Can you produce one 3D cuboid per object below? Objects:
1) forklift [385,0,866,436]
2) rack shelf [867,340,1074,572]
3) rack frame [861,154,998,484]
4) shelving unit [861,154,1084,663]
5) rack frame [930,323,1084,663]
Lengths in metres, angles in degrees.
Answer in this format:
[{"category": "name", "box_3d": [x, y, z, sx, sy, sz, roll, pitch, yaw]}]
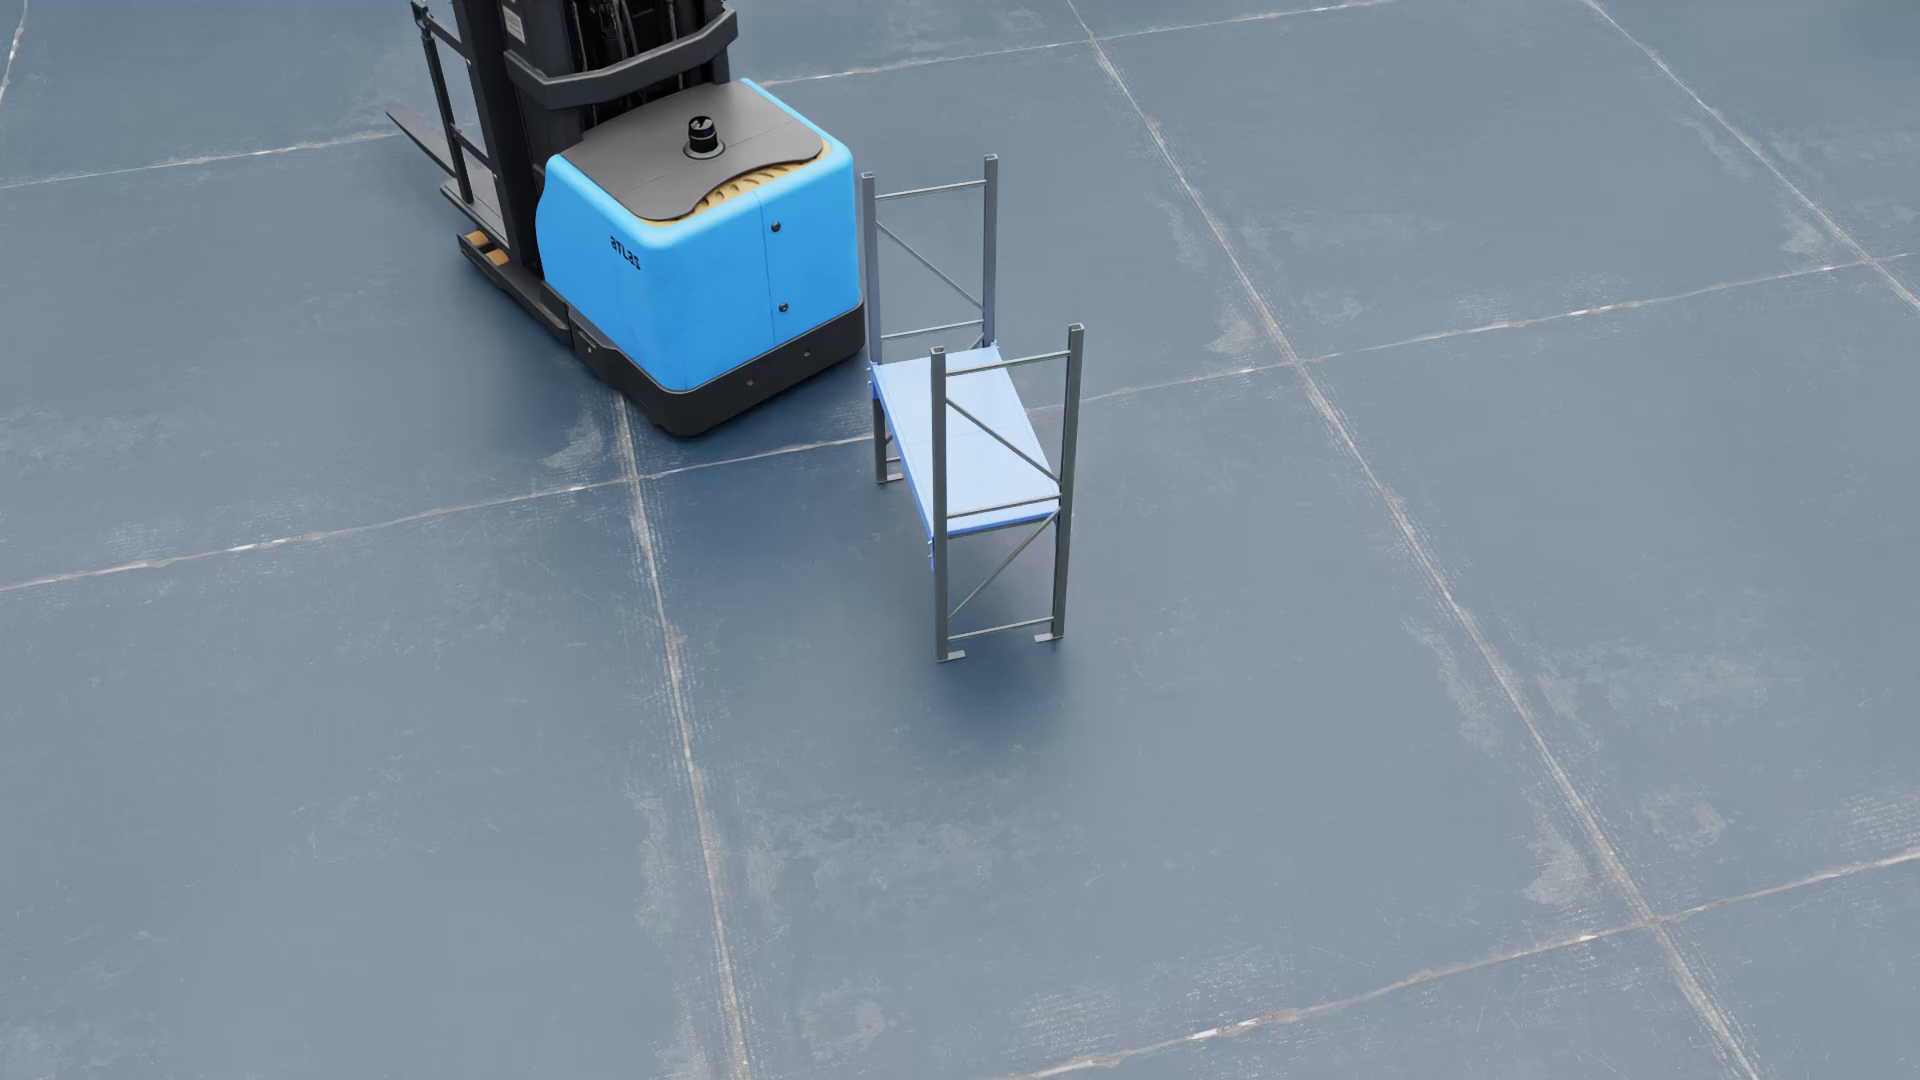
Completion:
[{"category": "forklift", "box_3d": [-1.761, -2.453, 7.102, 1.130, 2.935, 3.031, -31, 53, -27]}, {"category": "rack shelf", "box_3d": [0.022, -0.340, 6.285, 0.538, 0.185, 1.000, -11, 47, -10]}, {"category": "rack frame", "box_3d": [-0.108, -0.817, 6.501, 0.500, 1.500, 0.032, -11, 47, -10]}, {"category": "shelving unit", "box_3d": [0.022, -0.466, 6.157, 0.538, 1.500, 1.048, -11, 47, -10]}, {"category": "rack frame", "box_3d": [0.152, -0.115, 5.813, 0.500, 1.500, 0.032, -11, 47, -10]}]
